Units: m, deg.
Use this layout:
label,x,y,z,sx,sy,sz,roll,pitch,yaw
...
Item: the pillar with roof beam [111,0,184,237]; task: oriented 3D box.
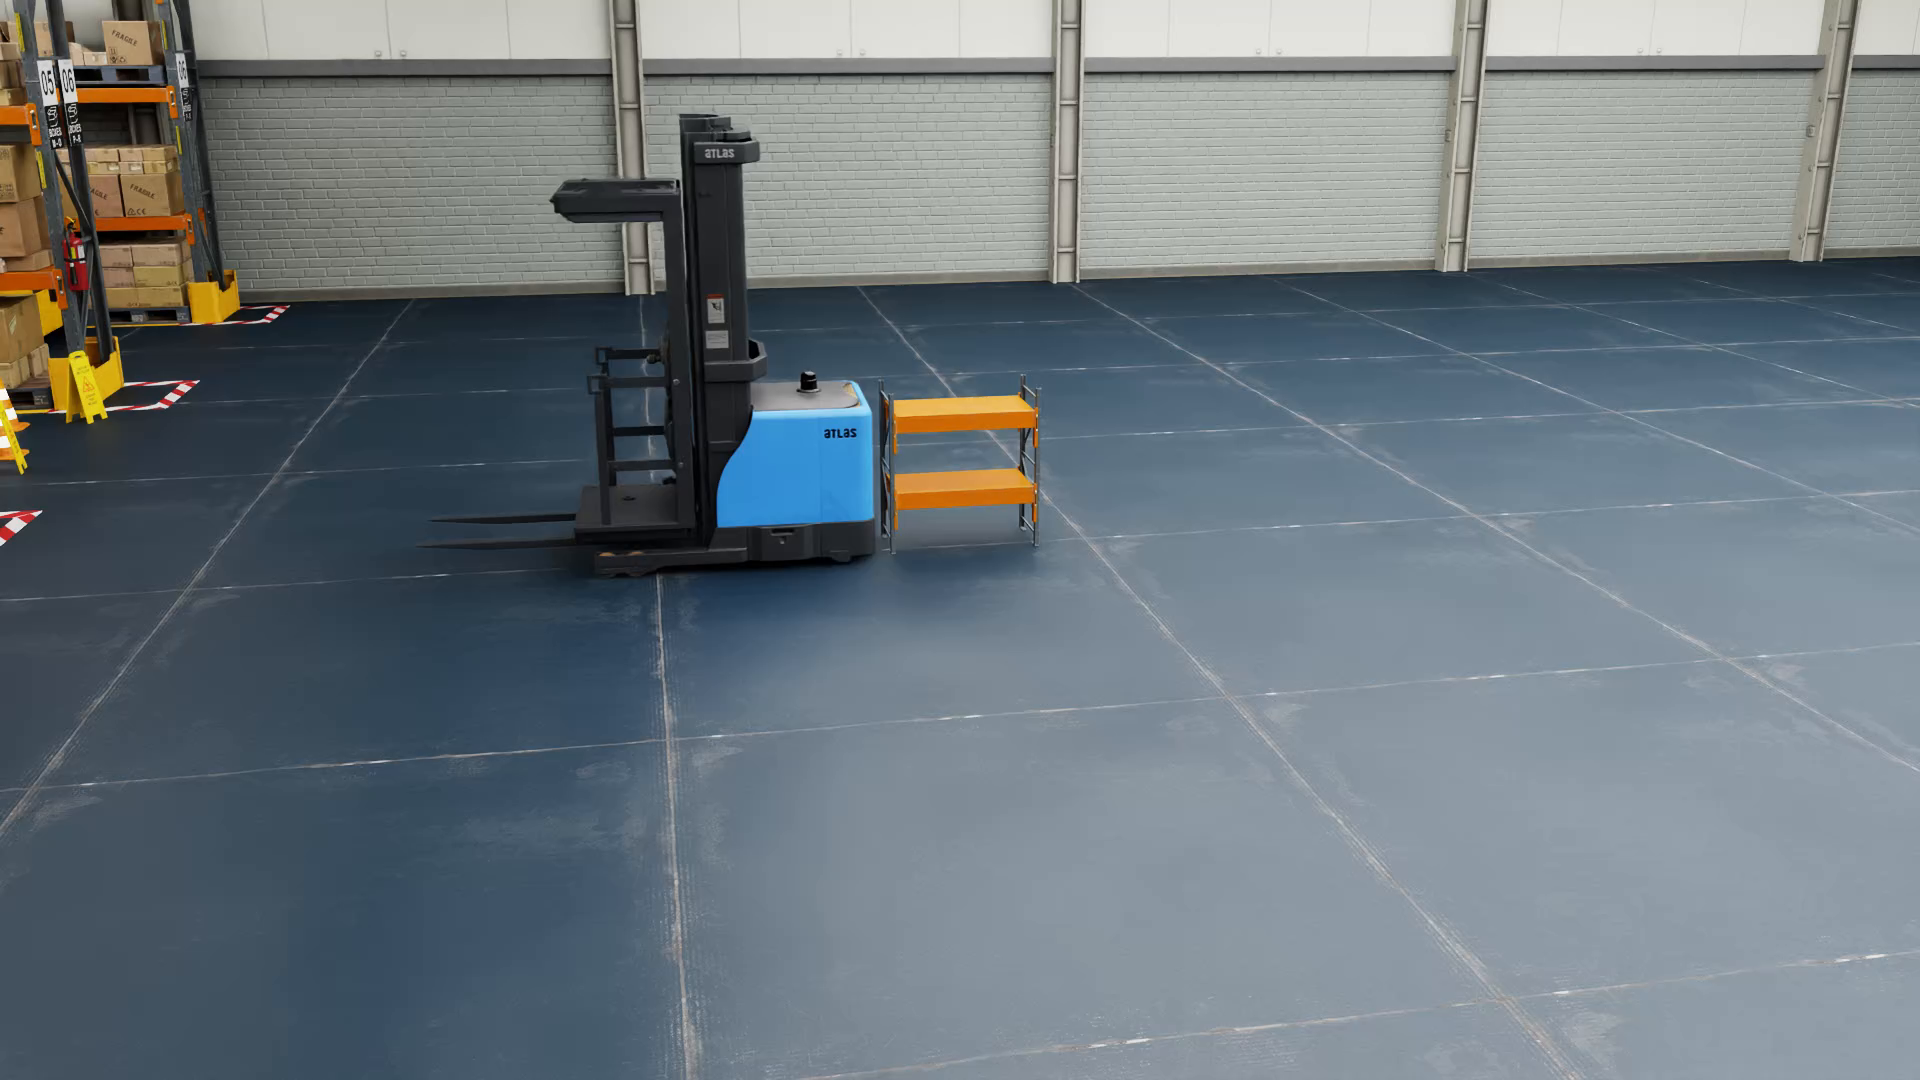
label,x,y,z,sx,sy,sz,roll,pitch,yaw
pillar with roof beam,-9.472,-6.121,16.413,0.400,9.000,9.100,-3,17,-10

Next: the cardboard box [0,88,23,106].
label,x,y,z,sx,sy,sz,roll,pitch,yaw
cardboard box,-8.786,-4.056,15.226,0.250,0.149,0.380,-3,17,-10

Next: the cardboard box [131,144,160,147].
label,x,y,z,sx,sy,sz,roll,pitch,yaw
cardboard box,-10.077,-4.819,20.612,0.250,0.149,0.380,-3,17,-9

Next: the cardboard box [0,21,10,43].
label,x,y,z,sx,sy,sz,roll,pitch,yaw
cardboard box,-11.429,-5.860,19.612,0.637,0.503,0.797,-3,17,-9

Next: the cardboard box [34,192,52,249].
label,x,y,z,sx,sy,sz,roll,pitch,yaw
cardboard box,-9.007,-3.086,16.073,0.500,0.500,0.500,-4,17,-11

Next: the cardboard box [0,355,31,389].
label,x,y,z,sx,sy,sz,roll,pitch,yaw
cardboard box,-9.255,-1.605,15.896,0.500,0.250,0.500,-3,17,-11

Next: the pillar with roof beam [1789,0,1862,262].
label,x,y,z,sx,sy,sz,roll,pitch,yaw
pillar with roof beam,14.092,-7.458,20.766,0.400,9.000,9.100,-3,17,-10

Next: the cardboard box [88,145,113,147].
label,x,y,z,sx,sy,sz,roll,pitch,yaw
cardboard box,-10.570,-4.783,20.493,0.250,0.149,0.380,-3,17,-10

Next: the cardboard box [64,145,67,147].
label,x,y,z,sx,sy,sz,roll,pitch,yaw
cardboard box,-11.101,-4.775,20.467,0.250,0.149,0.380,-4,17,-12

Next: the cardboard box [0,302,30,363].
label,x,y,z,sx,sy,sz,roll,pitch,yaw
cardboard box,-9.226,-1.967,15.799,0.500,0.500,0.500,-3,17,-10

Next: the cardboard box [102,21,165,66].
label,x,y,z,sx,sy,sz,roll,pitch,yaw
cardboard box,-9.823,-5.908,19.775,0.500,0.500,0.500,-3,17,-9

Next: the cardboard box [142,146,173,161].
label,x,y,z,sx,sy,sz,roll,pitch,yaw
cardboard box,-9.746,-4.692,20.199,0.250,0.149,0.380,-3,17,-10

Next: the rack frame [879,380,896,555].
label,x,y,z,sx,sy,sz,roll,pitch,yaw
rack frame,-0.506,-0.509,11.553,0.032,1.125,0.500,-3,17,-10

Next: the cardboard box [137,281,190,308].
label,x,y,z,sx,sy,sz,roll,pitch,yaw
cardboard box,-9.836,-3.042,20.575,0.500,0.250,0.500,-3,17,-10

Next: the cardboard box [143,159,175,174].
label,x,y,z,sx,sy,sz,roll,pitch,yaw
cardboard box,-9.721,-4.531,20.179,0.250,0.149,0.380,-3,17,-10

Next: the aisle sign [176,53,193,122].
label,x,y,z,sx,sy,sz,roll,pitch,yaw
aisle sign,-9.314,-5.435,19.970,0.004,0.787,0.394,-3,17,-10

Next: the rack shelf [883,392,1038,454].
label,x,y,z,sx,sy,sz,roll,pitch,yaw
rack shelf,-0.007,-0.817,11.559,1.000,0.278,0.538,-3,17,-10

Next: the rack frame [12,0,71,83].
label,x,y,z,sx,sy,sz,roll,pitch,yaw
rack frame,-8.489,-5.710,15.076,0.127,3.000,1.000,-3,17,-10

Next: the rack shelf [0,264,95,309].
label,x,y,z,sx,sy,sz,roll,pitch,yaw
rack shelf,-10.453,-2.387,15.700,4.000,0.370,1.077,-3,17,-10

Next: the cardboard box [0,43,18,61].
label,x,y,z,sx,sy,sz,roll,pitch,yaw
cardboard box,-8.765,-4.433,15.098,0.250,0.149,0.380,-3,17,-10

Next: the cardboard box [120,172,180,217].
label,x,y,z,sx,sy,sz,roll,pitch,yaw
cardboard box,-9.868,-4.218,20.265,0.500,0.500,0.500,-4,17,-12

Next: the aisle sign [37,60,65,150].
label,x,y,z,sx,sy,sz,roll,pitch,yaw
aisle sign,-8.373,-4.005,15.314,0.004,0.787,0.394,-3,17,-10

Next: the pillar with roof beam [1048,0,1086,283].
label,x,y,z,sx,sy,sz,roll,pitch,yaw
pillar with roof beam,2.310,-6.789,18.590,0.400,9.000,9.100,-3,17,-10

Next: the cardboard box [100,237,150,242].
label,x,y,z,sx,sy,sz,roll,pitch,yaw
cardboard box,-10.432,-3.636,20.807,0.500,0.250,0.500,-3,17,-10

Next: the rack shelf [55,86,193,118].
label,x,y,z,sx,sy,sz,roll,pitch,yaw
rack shelf,-11.398,-5.252,19.918,4.000,0.370,1.077,-3,17,-10

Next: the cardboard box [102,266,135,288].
label,x,y,z,sx,sy,sz,roll,pitch,yaw
cardboard box,-10.347,-3.256,20.421,0.500,0.250,0.500,-3,17,-11

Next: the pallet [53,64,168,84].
label,x,y,z,sx,sy,sz,roll,pitch,yaw
pallet,-10.133,-5.633,20.084,1.213,0.211,1.003,-3,17,-10

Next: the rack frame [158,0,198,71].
label,x,y,z,sx,sy,sz,roll,pitch,yaw
rack frame,-9.434,-7.141,19.734,0.127,3.000,1.000,-3,17,-10

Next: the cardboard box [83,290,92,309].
label,x,y,z,sx,sy,sz,roll,pitch,yaw
cardboard box,-10.819,-2.992,20.412,0.500,0.250,0.500,-3,17,-10

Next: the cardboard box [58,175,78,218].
label,x,y,z,sx,sy,sz,roll,pitch,yaw
cardboard box,-10.882,-4.163,20.086,0.500,0.500,0.500,-4,17,-11

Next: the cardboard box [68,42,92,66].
label,x,y,z,sx,sy,sz,roll,pitch,yaw
cardboard box,-10.439,-5.743,19.637,0.258,0.266,0.396,-3,17,-10

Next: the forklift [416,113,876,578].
label,x,y,z,sx,sy,sz,roll,pitch,yaw
forklift,-2.136,-1.316,11.105,3.031,2.935,1.130,-3,17,-9

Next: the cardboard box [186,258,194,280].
label,x,y,z,sx,sy,sz,roll,pitch,yaw
cardboard box,-9.935,-3.432,20.993,0.500,0.250,0.500,-3,17,-9

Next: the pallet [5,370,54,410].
label,x,y,z,sx,sy,sz,roll,pitch,yaw
pallet,-9.368,-1.470,16.239,1.213,0.211,1.003,-3,17,-10

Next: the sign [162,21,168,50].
label,x,y,z,sx,sy,sz,roll,pitch,yaw
sign,-9.345,-5.935,19.545,0.005,0.325,0.100,-3,17,-10

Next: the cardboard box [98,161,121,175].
label,x,y,z,sx,sy,sz,roll,pitch,yaw
cardboard box,-10.233,-4.511,20.116,0.250,0.149,0.380,-3,17,-9

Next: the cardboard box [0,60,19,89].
label,x,y,z,sx,sy,sz,roll,pitch,yaw
cardboard box,-8.940,-4.241,15.149,0.500,0.250,0.500,-3,17,-11

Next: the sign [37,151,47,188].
label,x,y,z,sx,sy,sz,roll,pitch,yaw
sign,-8.403,-3.386,15.216,0.005,0.325,0.100,-3,17,-10

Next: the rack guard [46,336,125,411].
label,x,y,z,sx,sy,sz,roll,pitch,yaw
rack guard,-8.564,-1.643,16.310,0.348,0.500,1.175,-3,17,-10

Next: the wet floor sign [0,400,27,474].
label,x,y,z,sx,sy,sz,roll,pitch,yaw
wet floor sign,-7.798,-0.868,13.539,0.232,0.644,0.267,-6,18,-20

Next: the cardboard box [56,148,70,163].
label,x,y,z,sx,sy,sz,roll,pitch,yaw
cardboard box,-10.727,-4.608,19.925,0.250,0.149,0.380,-3,17,-9

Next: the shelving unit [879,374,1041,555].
label,x,y,z,sx,sy,sz,roll,pitch,yaw
shelving unit,-0.007,-0.537,11.645,1.048,1.125,0.538,-3,17,-10

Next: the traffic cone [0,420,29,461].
label,x,y,z,sx,sy,sz,roll,pitch,yaw
traffic cone,-8.122,-0.933,14.061,0.334,0.463,0.336,-3,17,-10

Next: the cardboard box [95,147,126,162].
label,x,y,z,sx,sy,sz,roll,pitch,yaw
cardboard box,-10.234,-4.647,20.052,0.250,0.149,0.380,-3,17,-9

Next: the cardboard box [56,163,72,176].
label,x,y,z,sx,sy,sz,roll,pitch,yaw
cardboard box,-10.732,-4.472,19.989,0.250,0.149,0.380,-4,17,-12

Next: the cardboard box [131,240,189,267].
label,x,y,z,sx,sy,sz,roll,pitch,yaw
cardboard box,-9.827,-3.522,20.434,0.500,0.250,0.500,-3,17,-9

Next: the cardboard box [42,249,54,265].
label,x,y,z,sx,sy,sz,roll,pitch,yaw
cardboard box,-8.862,-2.763,16.127,0.250,0.149,0.380,-3,17,-10

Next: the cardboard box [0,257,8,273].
label,x,y,z,sx,sy,sz,roll,pitch,yaw
cardboard box,-9.043,-2.594,15.575,0.250,0.149,0.380,-3,17,-11
